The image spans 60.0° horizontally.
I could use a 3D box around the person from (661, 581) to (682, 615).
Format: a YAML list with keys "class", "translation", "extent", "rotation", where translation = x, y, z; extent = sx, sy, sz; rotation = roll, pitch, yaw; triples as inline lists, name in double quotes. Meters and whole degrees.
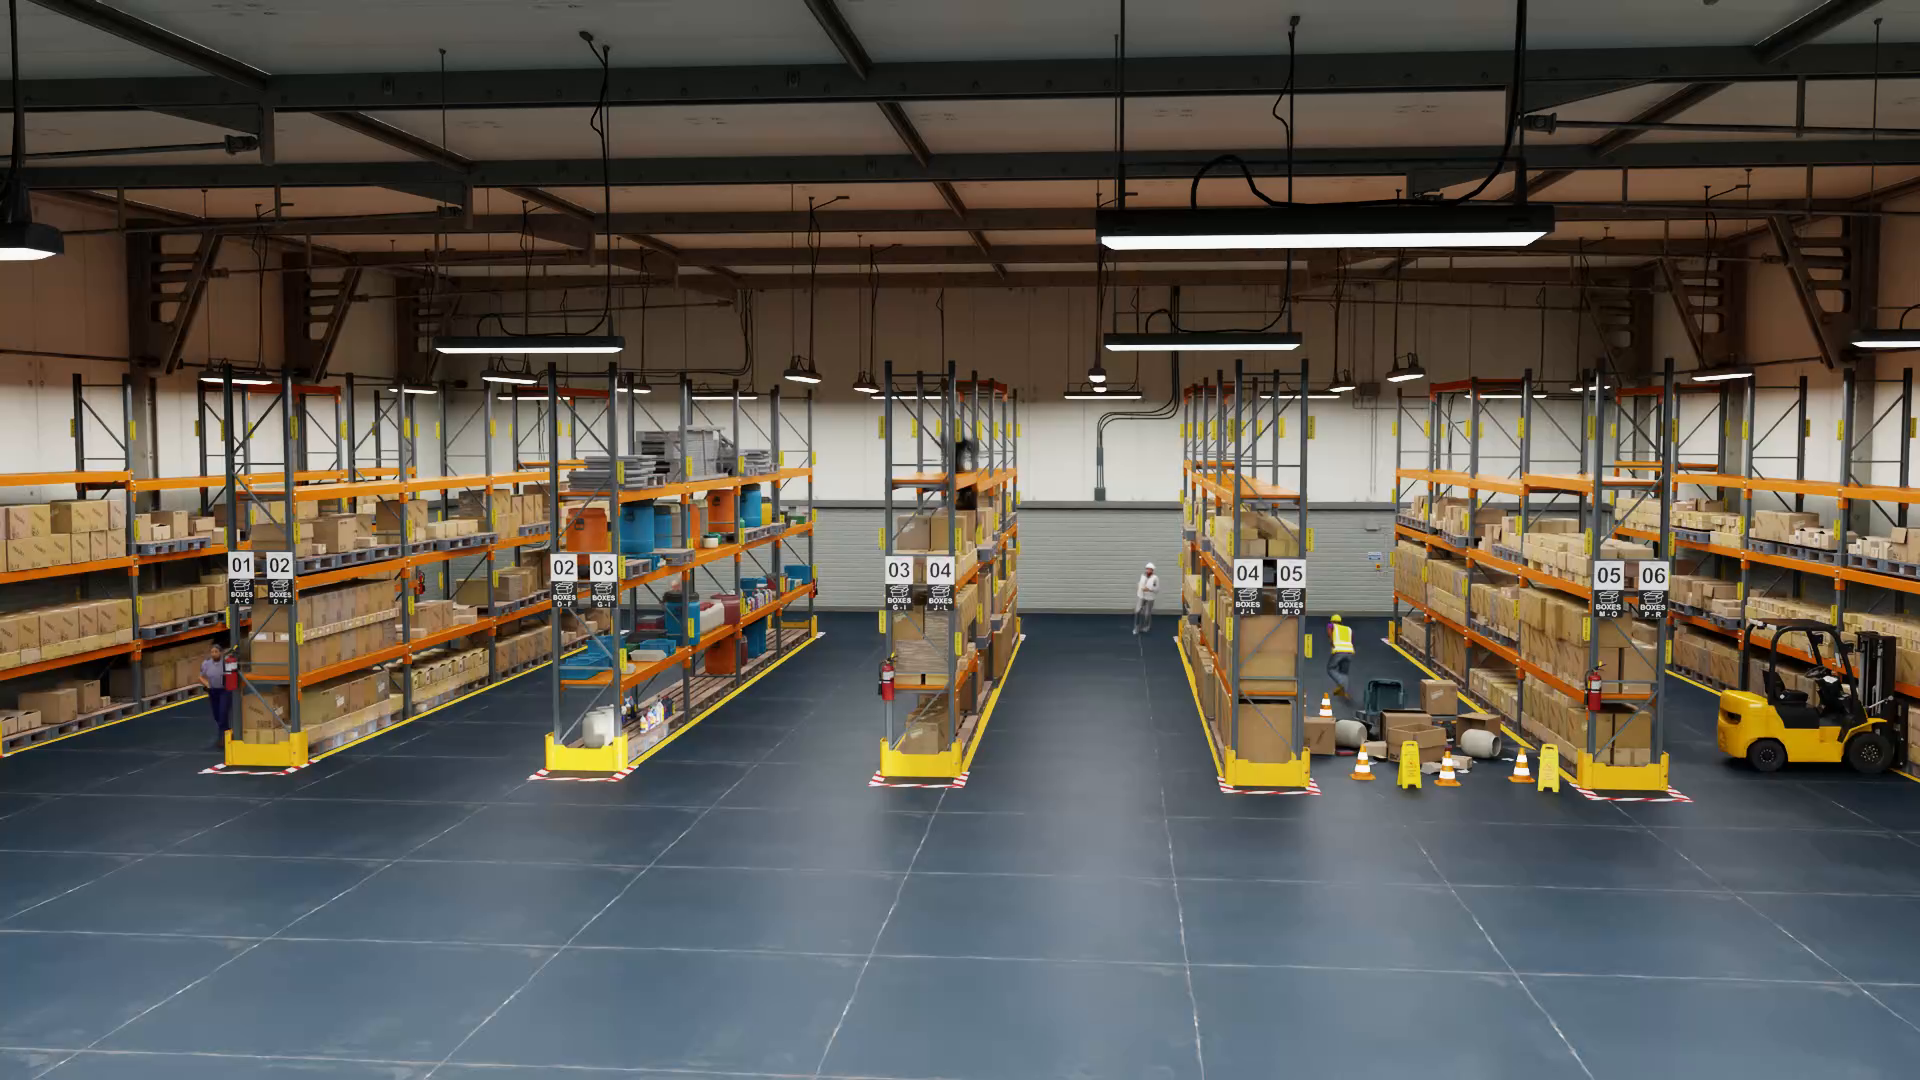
- class: "person"
  translation: [-6.299, 1.726, 37.032]
  extent: [0.724, 1.686, 0.865]
  rotation: [-1, 4, -15]

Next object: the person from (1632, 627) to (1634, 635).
- class: "person"
  translation: [11.401, 2.299, 28.487]
  extent: [0.692, 1.674, 0.845]
  rotation: [0, 4, -5]

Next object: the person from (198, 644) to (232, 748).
- class: "person"
  translation: [-11.835, 2.453, 26.635]
  extent: [0.590, 1.621, 0.885]
  rotation: [0, 4, -7]

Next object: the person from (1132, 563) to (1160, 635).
- class: "person"
  translation: [4.623, 1.456, 40.907]
  extent: [0.691, 1.812, 0.687]
  rotation: [2, 4, 26]

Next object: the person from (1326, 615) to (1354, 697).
- class: "person"
  translation: [7.183, 2.182, 31.462]
  extent: [0.686, 1.470, 0.989]
  rotation: [-1, 4, -12]
